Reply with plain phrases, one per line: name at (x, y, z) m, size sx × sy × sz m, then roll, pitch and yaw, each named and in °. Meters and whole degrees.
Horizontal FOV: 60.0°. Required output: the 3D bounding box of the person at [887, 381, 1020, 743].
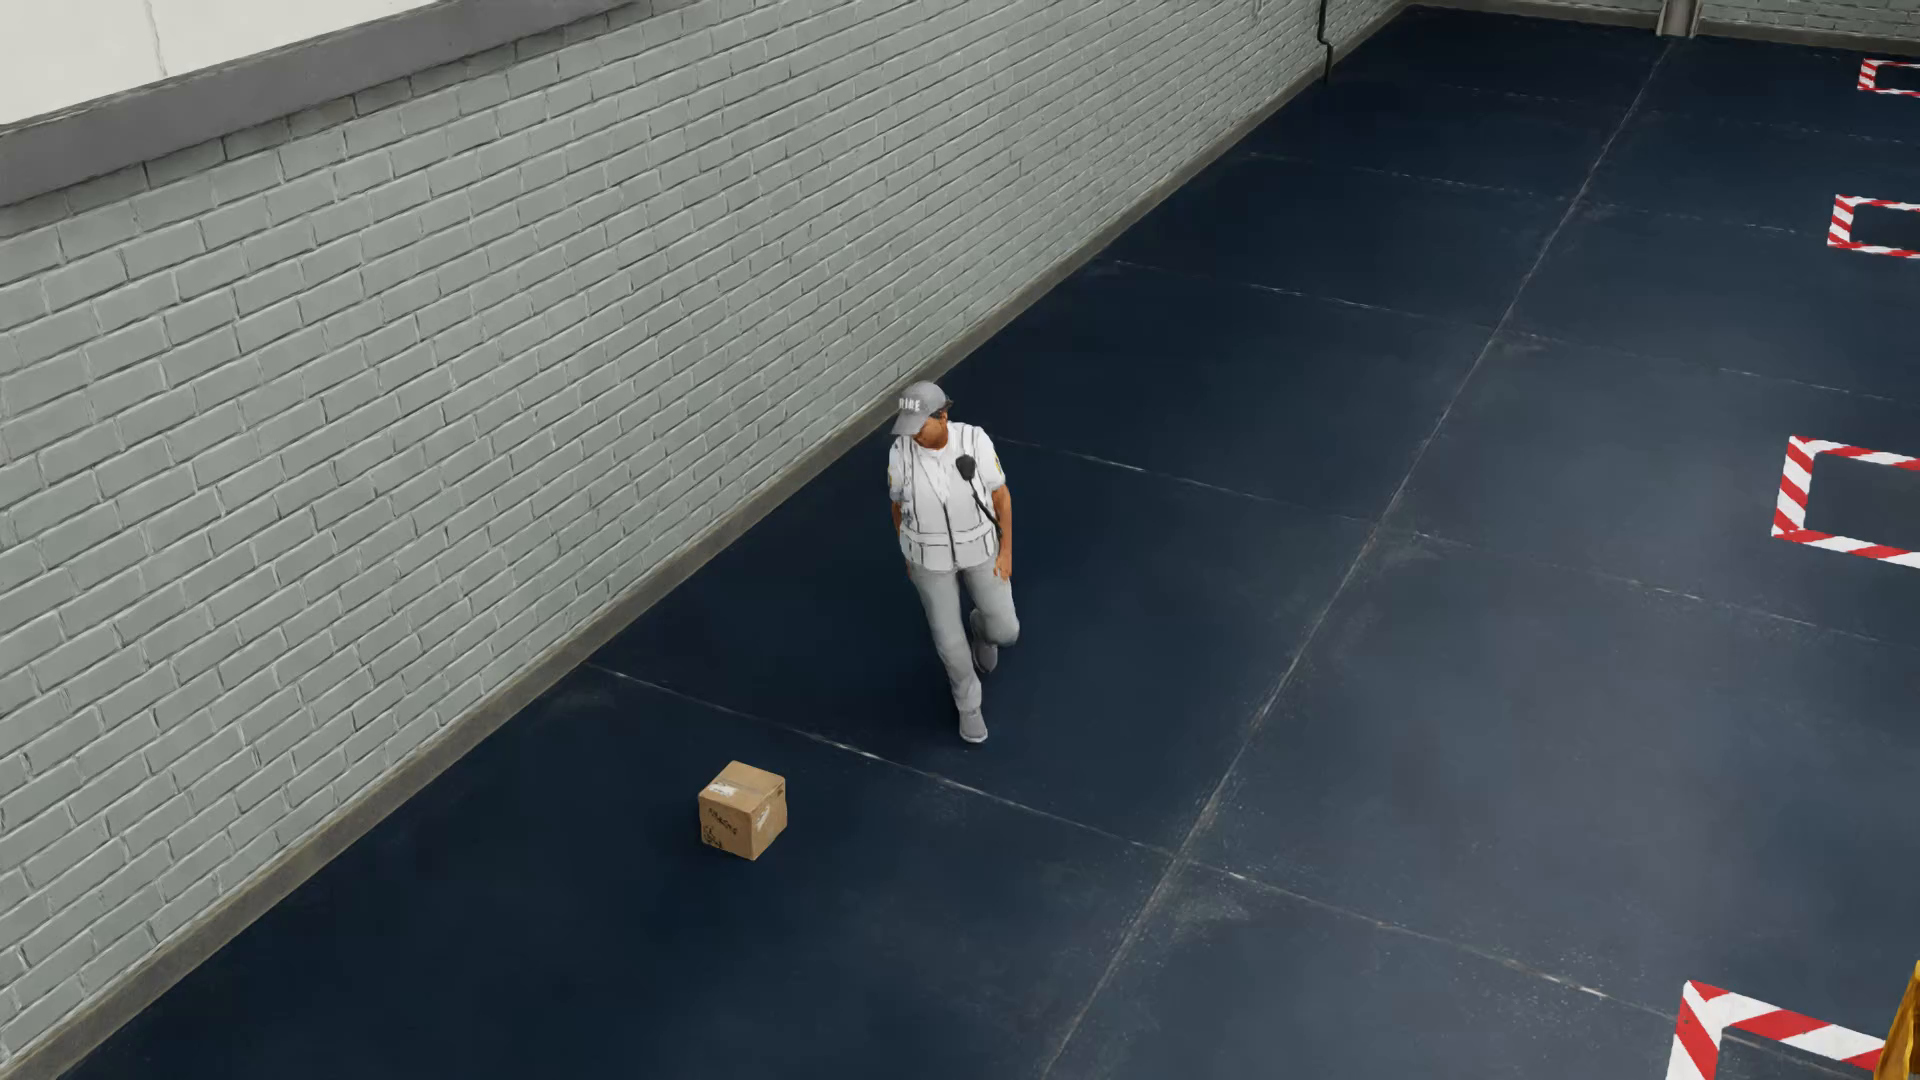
person at (-0.027, 0.042, 7.081) m, size 0.548 × 1.630 × 0.609 m, roll -2°, pitch 30°, yaw -4°
